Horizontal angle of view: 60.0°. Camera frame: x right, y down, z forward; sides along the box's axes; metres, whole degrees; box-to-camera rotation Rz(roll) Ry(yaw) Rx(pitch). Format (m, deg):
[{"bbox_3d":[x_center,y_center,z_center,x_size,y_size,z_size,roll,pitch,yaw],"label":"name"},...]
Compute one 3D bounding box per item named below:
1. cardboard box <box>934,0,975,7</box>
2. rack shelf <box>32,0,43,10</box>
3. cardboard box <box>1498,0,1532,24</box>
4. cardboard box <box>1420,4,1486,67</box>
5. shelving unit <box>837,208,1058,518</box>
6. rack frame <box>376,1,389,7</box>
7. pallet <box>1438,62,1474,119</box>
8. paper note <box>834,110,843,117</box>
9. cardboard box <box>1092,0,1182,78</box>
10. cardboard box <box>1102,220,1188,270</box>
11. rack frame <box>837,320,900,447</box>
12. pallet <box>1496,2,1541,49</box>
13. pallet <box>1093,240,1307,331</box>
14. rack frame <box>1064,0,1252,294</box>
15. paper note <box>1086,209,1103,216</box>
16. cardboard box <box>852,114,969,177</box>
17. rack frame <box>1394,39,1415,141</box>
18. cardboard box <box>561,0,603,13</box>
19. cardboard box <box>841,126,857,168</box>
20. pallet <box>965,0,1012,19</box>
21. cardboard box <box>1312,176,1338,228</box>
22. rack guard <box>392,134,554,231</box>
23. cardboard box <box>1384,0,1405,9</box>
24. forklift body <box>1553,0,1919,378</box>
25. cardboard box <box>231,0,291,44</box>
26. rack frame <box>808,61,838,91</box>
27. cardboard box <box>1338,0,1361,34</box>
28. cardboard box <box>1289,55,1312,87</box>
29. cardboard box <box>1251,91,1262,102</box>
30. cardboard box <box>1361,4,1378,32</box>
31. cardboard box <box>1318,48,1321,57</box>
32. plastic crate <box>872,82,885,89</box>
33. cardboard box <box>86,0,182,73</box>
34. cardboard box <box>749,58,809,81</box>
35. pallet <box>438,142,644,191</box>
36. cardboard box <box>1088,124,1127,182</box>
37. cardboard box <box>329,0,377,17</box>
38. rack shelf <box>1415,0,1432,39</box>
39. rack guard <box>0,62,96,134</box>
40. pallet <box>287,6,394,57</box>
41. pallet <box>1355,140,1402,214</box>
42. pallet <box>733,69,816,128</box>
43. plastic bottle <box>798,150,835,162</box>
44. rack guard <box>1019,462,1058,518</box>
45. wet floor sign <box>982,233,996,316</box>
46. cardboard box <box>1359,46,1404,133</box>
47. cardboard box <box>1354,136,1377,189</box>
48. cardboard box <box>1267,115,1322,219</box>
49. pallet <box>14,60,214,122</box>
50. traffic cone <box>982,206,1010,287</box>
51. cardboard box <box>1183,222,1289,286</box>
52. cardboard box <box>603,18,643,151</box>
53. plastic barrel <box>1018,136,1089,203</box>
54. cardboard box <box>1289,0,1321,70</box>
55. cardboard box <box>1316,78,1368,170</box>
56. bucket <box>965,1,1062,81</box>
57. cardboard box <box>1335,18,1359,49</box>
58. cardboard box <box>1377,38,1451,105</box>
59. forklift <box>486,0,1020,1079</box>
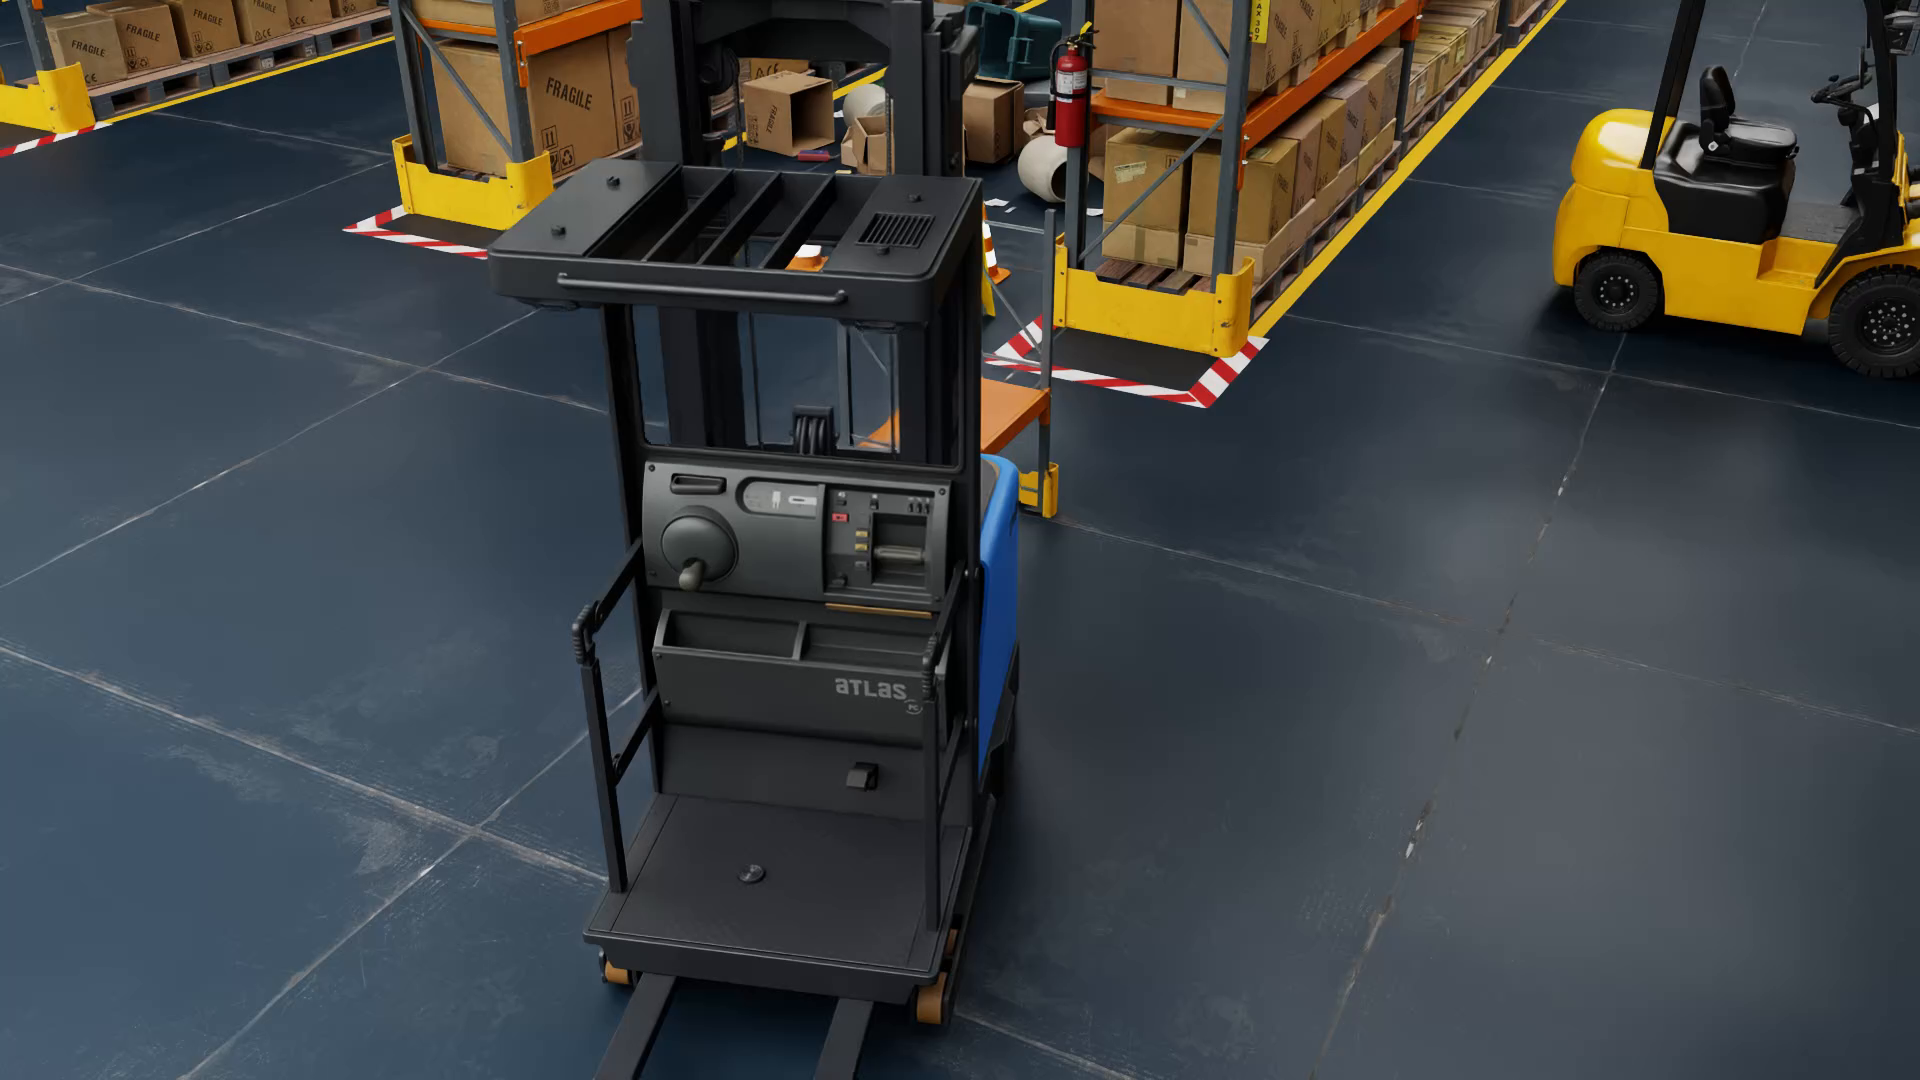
[{"bbox_3d":[-0.479,-5.707,16.513,1.050,0.750,0.750,15,33,24],"label":"cardboard box"},{"bbox_3d":[-6.829,-5.336,14.753,1.077,0.370,4.000,14,33,23],"label":"rack shelf"},{"bbox_3d":[5.115,-5.608,16.215,0.875,0.875,0.875,14,33,23],"label":"cardboard box"},{"bbox_3d":[4.131,-4.525,14.835,0.950,0.372,0.625,14,33,22],"label":"cardboard box"},{"bbox_3d":[-0.035,-0.617,7.318,0.587,1.500,1.083,14,33,23],"label":"shelving unit"},{"bbox_3d":[-5.918,-6.535,16.117,1.000,3.000,0.127,14,33,23],"label":"rack frame"},{"bbox_3d":[3.812,-3.966,14.444,1.003,0.211,1.213,14,33,23],"label":"pallet"},{"bbox_3d":[-1.049,-3.574,13.942,0.147,0.020,0.142,-7,31,-11],"label":"paper note"},{"bbox_3d":[1.084,-2.989,9.543,0.500,0.500,0.500,14,33,22],"label":"cardboard box"},{"bbox_3d":[1.221,-1.933,10.444,0.500,0.250,0.500,14,33,23],"label":"cardboard box"},{"bbox_3d":[-0.270,-0.387,6.918,0.500,1.500,0.032,14,33,23],"label":"rack frame"},{"bbox_3d":[5.152,-5.183,16.564,1.003,0.211,1.213,14,33,23],"label":"pallet"},{"bbox_3d":[1.518,-1.690,10.481,1.003,0.211,1.213,14,33,23],"label":"pallet"},{"bbox_3d":[1.082,-2.513,9.115,1.000,3.000,0.127,14,33,23],"label":"rack frame"},{"bbox_3d":[0.942,-2.330,11.777,0.142,0.019,0.148,4,30,6],"label":"paper note"},{"bbox_3d":[-0.372,-2.784,12.092,0.797,0.503,0.637,-7,31,-11],"label":"cardboard box"},{"bbox_3d":[2.904,-4.287,12.203,1.000,3.000,0.127,14,33,23],"label":"rack frame"},{"bbox_3d":[-3.011,-4.080,11.692,0.875,0.550,0.550,14,33,23],"label":"cardboard box"},{"bbox_3d":[-0.692,-2.999,12.706,0.396,0.266,0.258,21,36,32],"label":"cardboard box"},{"bbox_3d":[-0.153,-5.596,17.284,1.003,0.211,1.213,14,33,23],"label":"pallet"},{"bbox_3d":[2.172,-2.267,11.026,0.500,0.250,0.500,17,34,27],"label":"cardboard box"},{"bbox_3d":[-3.382,-2.497,11.596,1.175,0.500,0.348,14,33,23],"label":"rack guard"},{"bbox_3d":[2.921,-3.854,11.701,0.380,0.149,0.250,15,33,24],"label":"cardboard box"},{"bbox_3d":[4.742,-2.275,9.553,2.313,2.155,1.214,14,33,23],"label":"forklift body"},{"bbox_3d":[-6.603,-4.916,15.387,0.500,0.500,0.500,11,32,19],"label":"cardboard box"},{"bbox_3d":[-1.549,-5.365,14.080,1.000,3.000,0.127,14,33,23],"label":"rack frame"},{"bbox_3d":[2.233,-3.517,10.462,0.500,0.500,0.500,14,33,22],"label":"cardboard box"},{"bbox_3d":[1.873,-2.825,9.909,0.380,0.149,0.250,15,33,24],"label":"cardboard box"},{"bbox_3d":[1.523,-2.623,9.558,0.380,0.149,0.250,15,33,24],"label":"cardboard box"},{"bbox_3d":[2.569,-3.515,11.111,0.380,0.149,0.250,14,33,23],"label":"cardboard box"},{"bbox_3d":[2.027,-3.078,10.349,0.380,0.149,0.250,15,33,25],"label":"cardboard box"},{"bbox_3d":[-0.462,-3.796,14.114,0.662,0.188,0.450,-18,24,-28],"label":"plastic crate"},{"bbox_3d":[-7.199,-4.405,14.498,0.500,0.500,0.500,24,38,36],"label":"cardboard box"},{"bbox_3d":[-1.898,-4.363,14.047,0.875,0.875,0.875,15,33,24],"label":"cardboard box"},{"bbox_3d":[-3.076,-2.754,12.335,1.003,0.211,1.213,14,33,23],"label":"pallet"},{"bbox_3d":[1.204,-3.037,12.535,0.500,0.500,0.500,-12,32,-20],"label":"cardboard box"},{"bbox_3d":[-6.136,-5.465,16.342,0.500,0.500,0.500,13,32,22],"label":"cardboard box"},{"bbox_3d":[3.815,-4.861,13.926,1.077,0.370,4.000,14,33,23],"label":"rack shelf"},{"bbox_3d":[-7.706,-3.711,13.711,1.175,0.500,0.348,14,33,23],"label":"rack guard"},{"bbox_3d":[-6.193,-5.020,16.279,1.003,0.211,1.213,14,33,23],"label":"pallet"},{"bbox_3d":[2.629,-2.772,12.365,1.003,0.211,1.213,14,33,23],"label":"pallet"},{"bbox_3d":[-1.965,-3.836,14.218,1.003,0.211,1.213,14,33,23],"label":"pallet"},{"bbox_3d":[-1.102,-2.969,12.860,0.283,0.061,0.133,4,30,6],"label":"plastic bottle"},{"bbox_3d":[0.192,-0.295,8.013,0.587,0.250,0.087,14,33,23],"label":"rack guard"},{"bbox_3d":[0.042,-1.651,9.977,0.232,0.644,0.267,-25,38,-36],"label":"wet floor sign"},{"bbox_3d":[2.873,-3.278,12.033,0.500,0.500,0.500,14,33,23],"label":"cardboard box"},{"bbox_3d":[2.640,-2.715,11.805,0.500,0.250,0.500,13,32,22],"label":"cardboard box"},{"bbox_3d":[1.940,-2.367,10.445,0.500,0.500,0.500,13,32,21],"label":"cardboard box"},{"bbox_3d":[-7.304,-3.938,14.396,1.003,0.211,1.213,14,33,23],"label":"pallet"},{"bbox_3d":[0.129,-1.897,10.588,0.336,0.463,0.334,14,33,23],"label":"traffic cone"},{"bbox_3d":[1.695,-1.798,10.208,0.500,0.250,0.500,14,33,23],"label":"cardboard box"},{"bbox_3d":[-2.722,-3.558,12.646,0.875,0.875,0.875,14,33,23],"label":"cardboard box"},{"bbox_3d":[0.675,-2.655,11.949,0.421,0.421,0.512,-12,32,-20],"label":"plastic barrel"},{"bbox_3d":[1.777,-3.063,9.673,0.500,0.500,0.500,15,33,25],"label":"cardboard box"},{"bbox_3d":[2.412,-2.826,11.246,0.500,0.500,0.500,16,34,26],"label":"cardboard box"},{"bbox_3d":[0.442,-4.021,13.501,0.620,0.611,0.726,-14,31,-42],"label":"bucket"},{"bbox_3d":[2.341,-3.286,10.712,0.380,0.149,0.250,15,33,24],"label":"cardboard box"},{"bbox_3d":[3.465,-3.882,13.715,0.950,0.372,0.625,16,34,26],"label":"cardboard box"},{"bbox_3d":[-0.524,0.030,4.755,1.130,2.935,3.031,5,30,8],"label":"forklift"}]
